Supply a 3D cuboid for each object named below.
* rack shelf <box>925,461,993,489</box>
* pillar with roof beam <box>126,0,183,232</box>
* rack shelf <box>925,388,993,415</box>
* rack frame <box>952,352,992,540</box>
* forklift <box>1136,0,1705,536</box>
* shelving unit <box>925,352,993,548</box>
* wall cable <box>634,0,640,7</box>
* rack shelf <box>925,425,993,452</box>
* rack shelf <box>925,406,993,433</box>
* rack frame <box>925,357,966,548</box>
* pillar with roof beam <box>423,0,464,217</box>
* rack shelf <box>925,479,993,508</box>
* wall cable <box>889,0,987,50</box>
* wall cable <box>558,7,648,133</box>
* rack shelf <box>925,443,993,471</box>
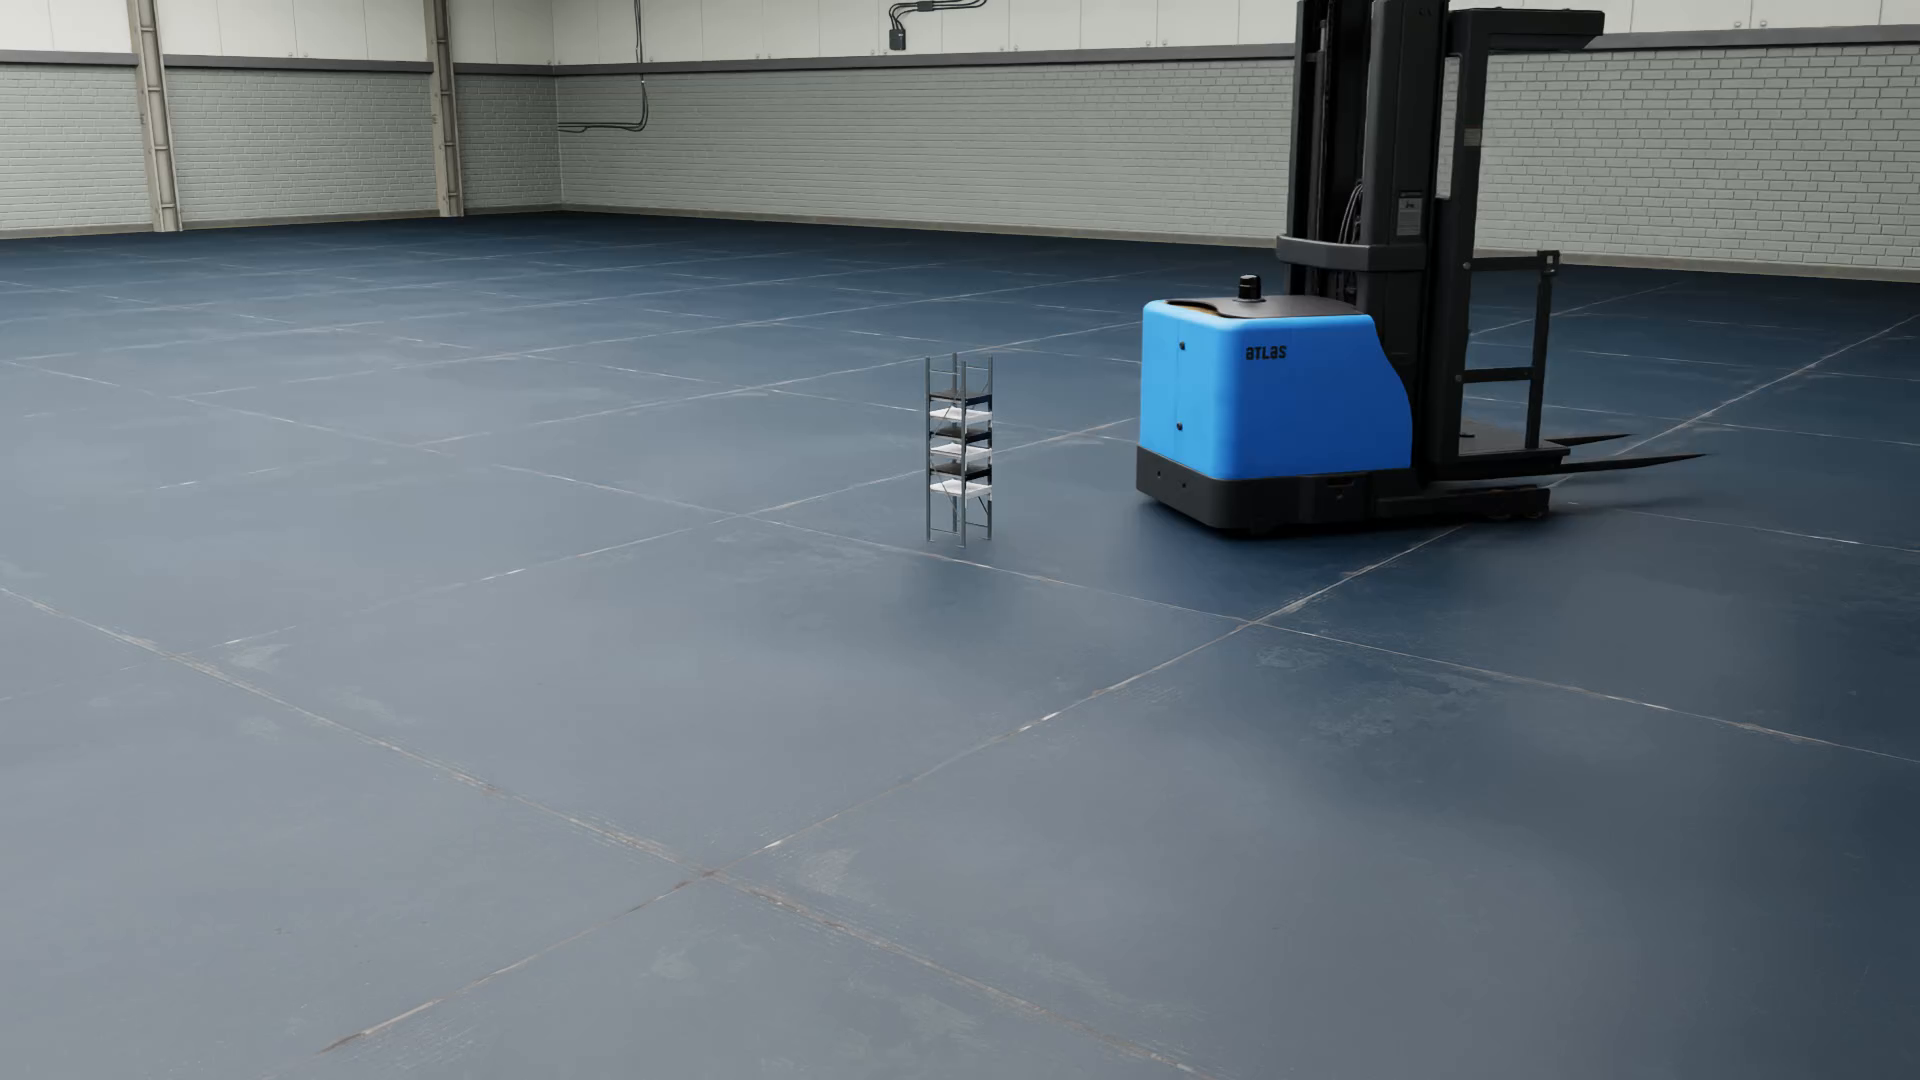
[{"bbox_3d":[-0.005,-0.315,8.036,0.258,0.077,0.200,11,18,38],"label":"rack shelf"},{"bbox_3d":[-11.042,-9.308,26.487,9.100,9.000,0.400,11,18,38],"label":"pillar with roof beam"},{"bbox_3d":[-0.005,-0.664,7.948,0.258,0.077,0.200,11,18,38],"label":"rack shelf"},{"bbox_3d":[0.059,-0.454,8.083,0.240,0.900,0.006,11,18,38],"label":"rack frame"},{"bbox_3d":[2.518,-1.635,8.606,3.031,2.935,1.130,-5,15,-17],"label":"forklift"},{"bbox_3d":[-0.005,-0.435,8.006,0.258,0.900,0.210,11,18,38],"label":"shelving unit"},{"bbox_3d":[-5.636,-12.007,33.160,3.097,2.526,0.112,11,18,38],"label":"wall cable"},{"bbox_3d":[-0.005,-0.490,7.992,0.258,0.077,0.200,11,18,38],"label":"rack shelf"},{"bbox_3d":[-0.005,-0.577,7.970,0.258,0.077,0.200,11,18,38],"label":"rack shelf"},{"bbox_3d":[-0.069,-0.415,7.929,0.240,0.900,0.006,11,18,38],"label":"rack frame"},{"bbox_3d":[-7.271,-10.457,31.010,9.100,9.000,0.400,11,18,38],"label":"pillar with roof beam"},{"bbox_3d":[-0.005,-0.228,8.059,0.258,0.077,0.200,11,18,38],"label":"rack shelf"},{"bbox_3d":[-0.366,-11.659,28.834,2.305,6.003,0.169,11,18,38],"label":"wall cable"},{"bbox_3d":[-7.740,-9.978,35.430,3.097,2.526,0.112,11,18,38],"label":"wall cable"},{"bbox_3d":[-0.005,-0.402,8.014,0.258,0.077,0.200,11,18,38],"label":"rack shelf"}]
